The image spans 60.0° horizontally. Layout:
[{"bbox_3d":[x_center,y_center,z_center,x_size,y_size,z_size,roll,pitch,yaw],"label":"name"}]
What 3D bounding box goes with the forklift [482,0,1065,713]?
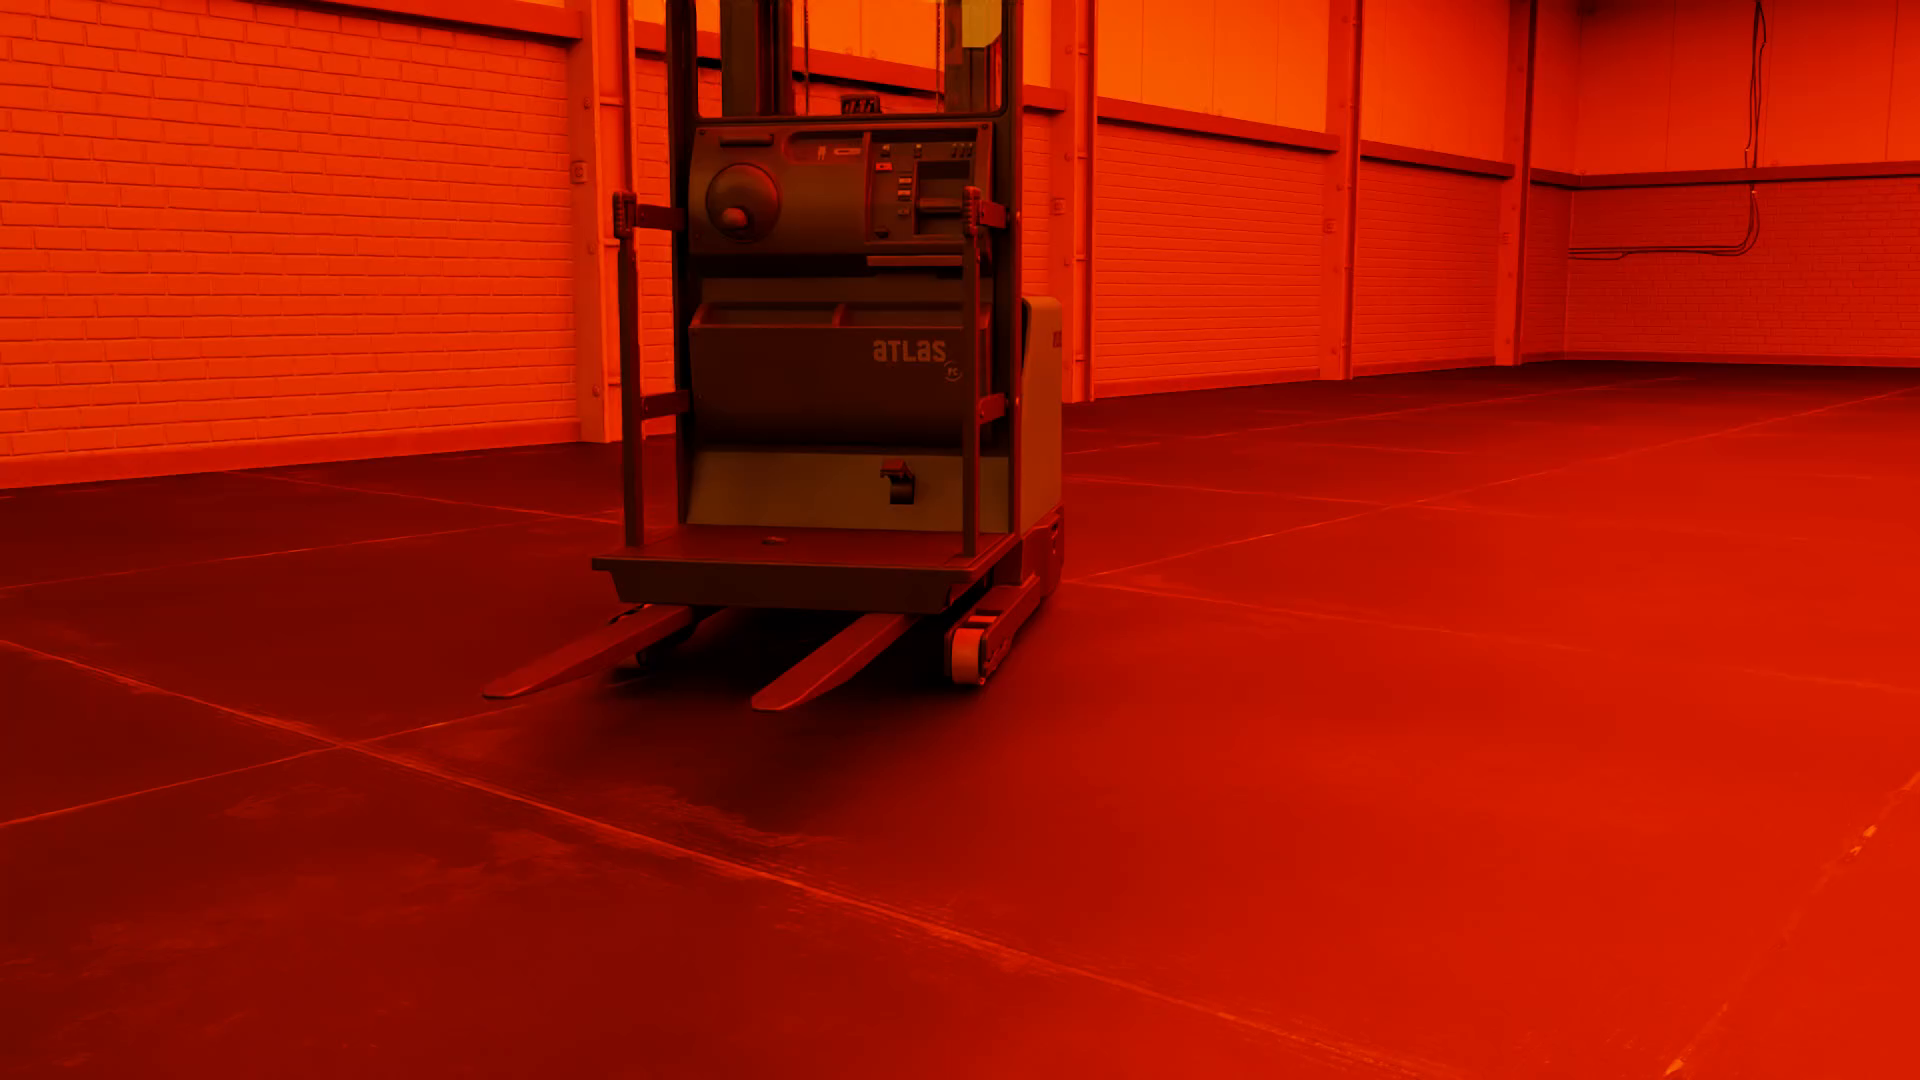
[{"bbox_3d":[-0.403,-1.100,4.803,1.130,2.935,3.031,2,8,11],"label":"forklift"}]
